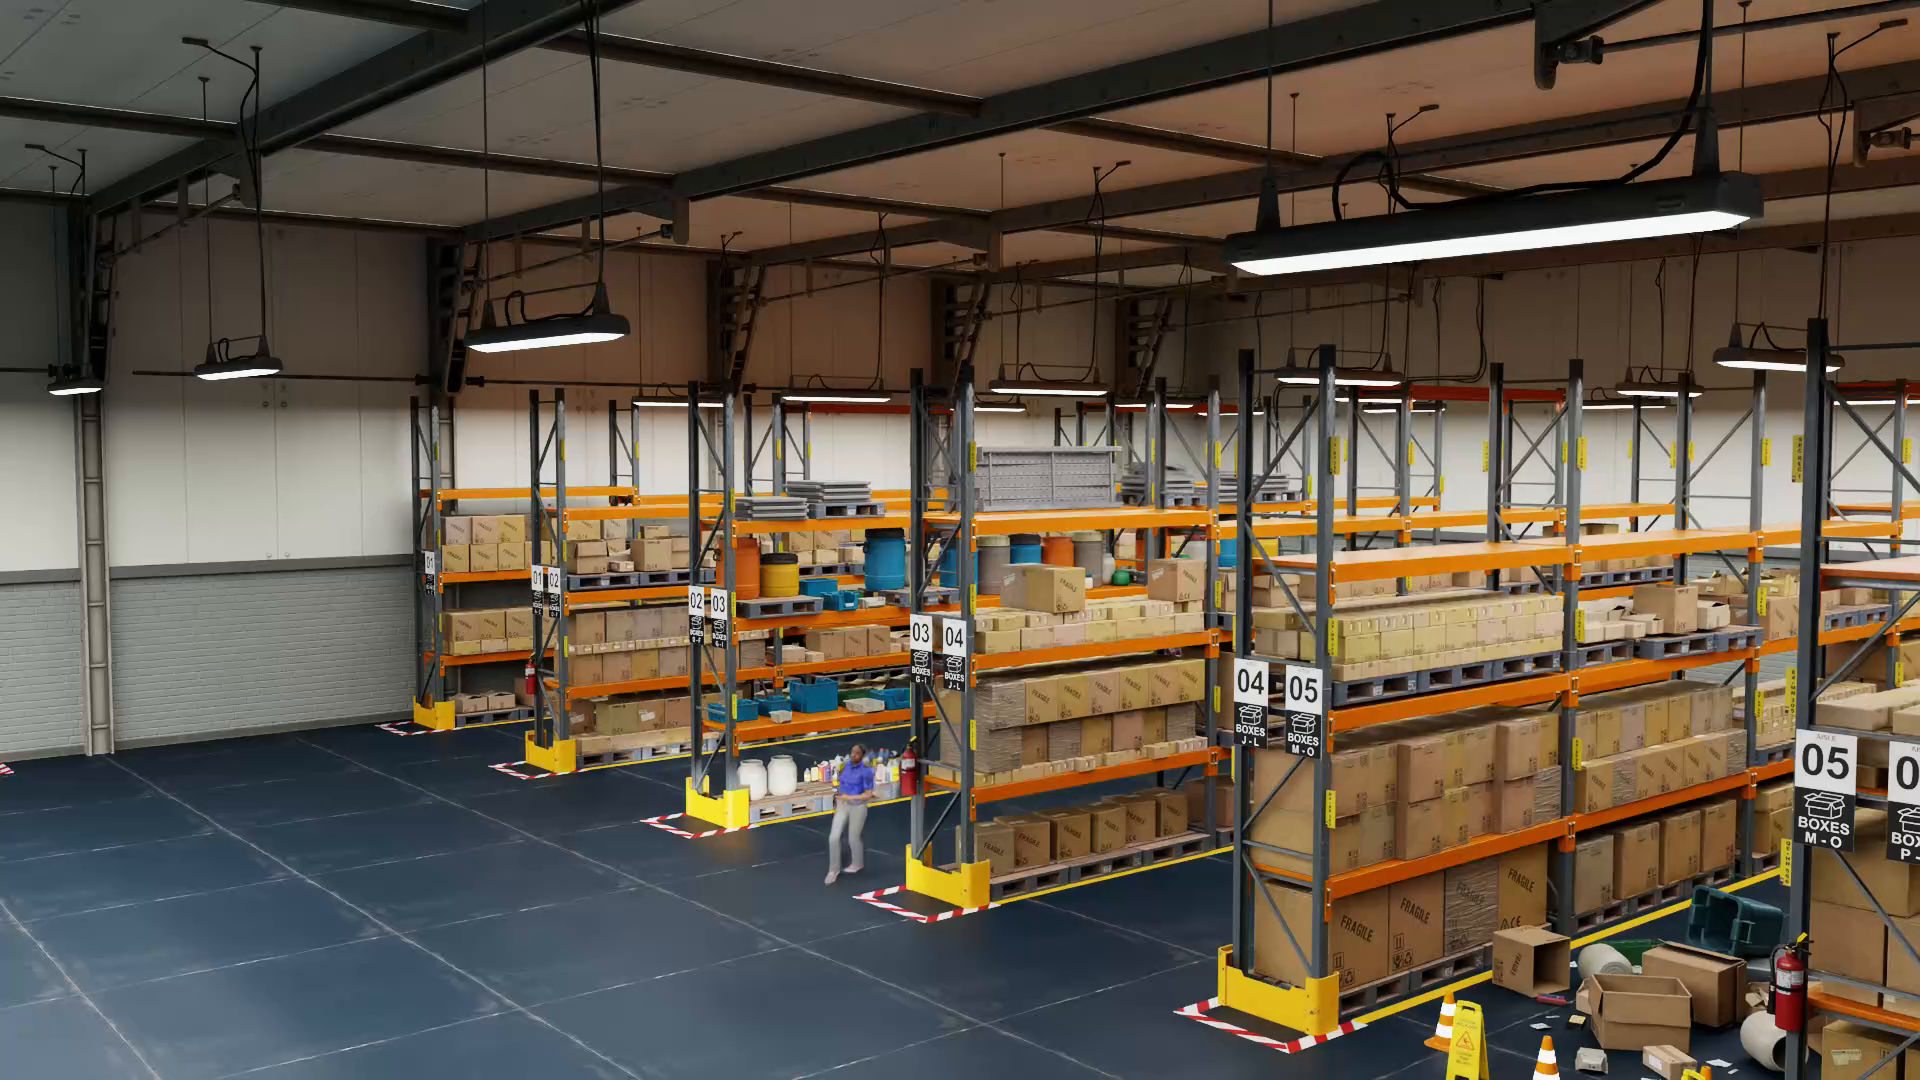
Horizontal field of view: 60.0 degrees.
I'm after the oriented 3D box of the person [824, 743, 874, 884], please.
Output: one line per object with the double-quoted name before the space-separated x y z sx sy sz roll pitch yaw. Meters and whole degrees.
"person" -1.240 3.209 19.546 0.572 1.689 0.661 2 4 27
